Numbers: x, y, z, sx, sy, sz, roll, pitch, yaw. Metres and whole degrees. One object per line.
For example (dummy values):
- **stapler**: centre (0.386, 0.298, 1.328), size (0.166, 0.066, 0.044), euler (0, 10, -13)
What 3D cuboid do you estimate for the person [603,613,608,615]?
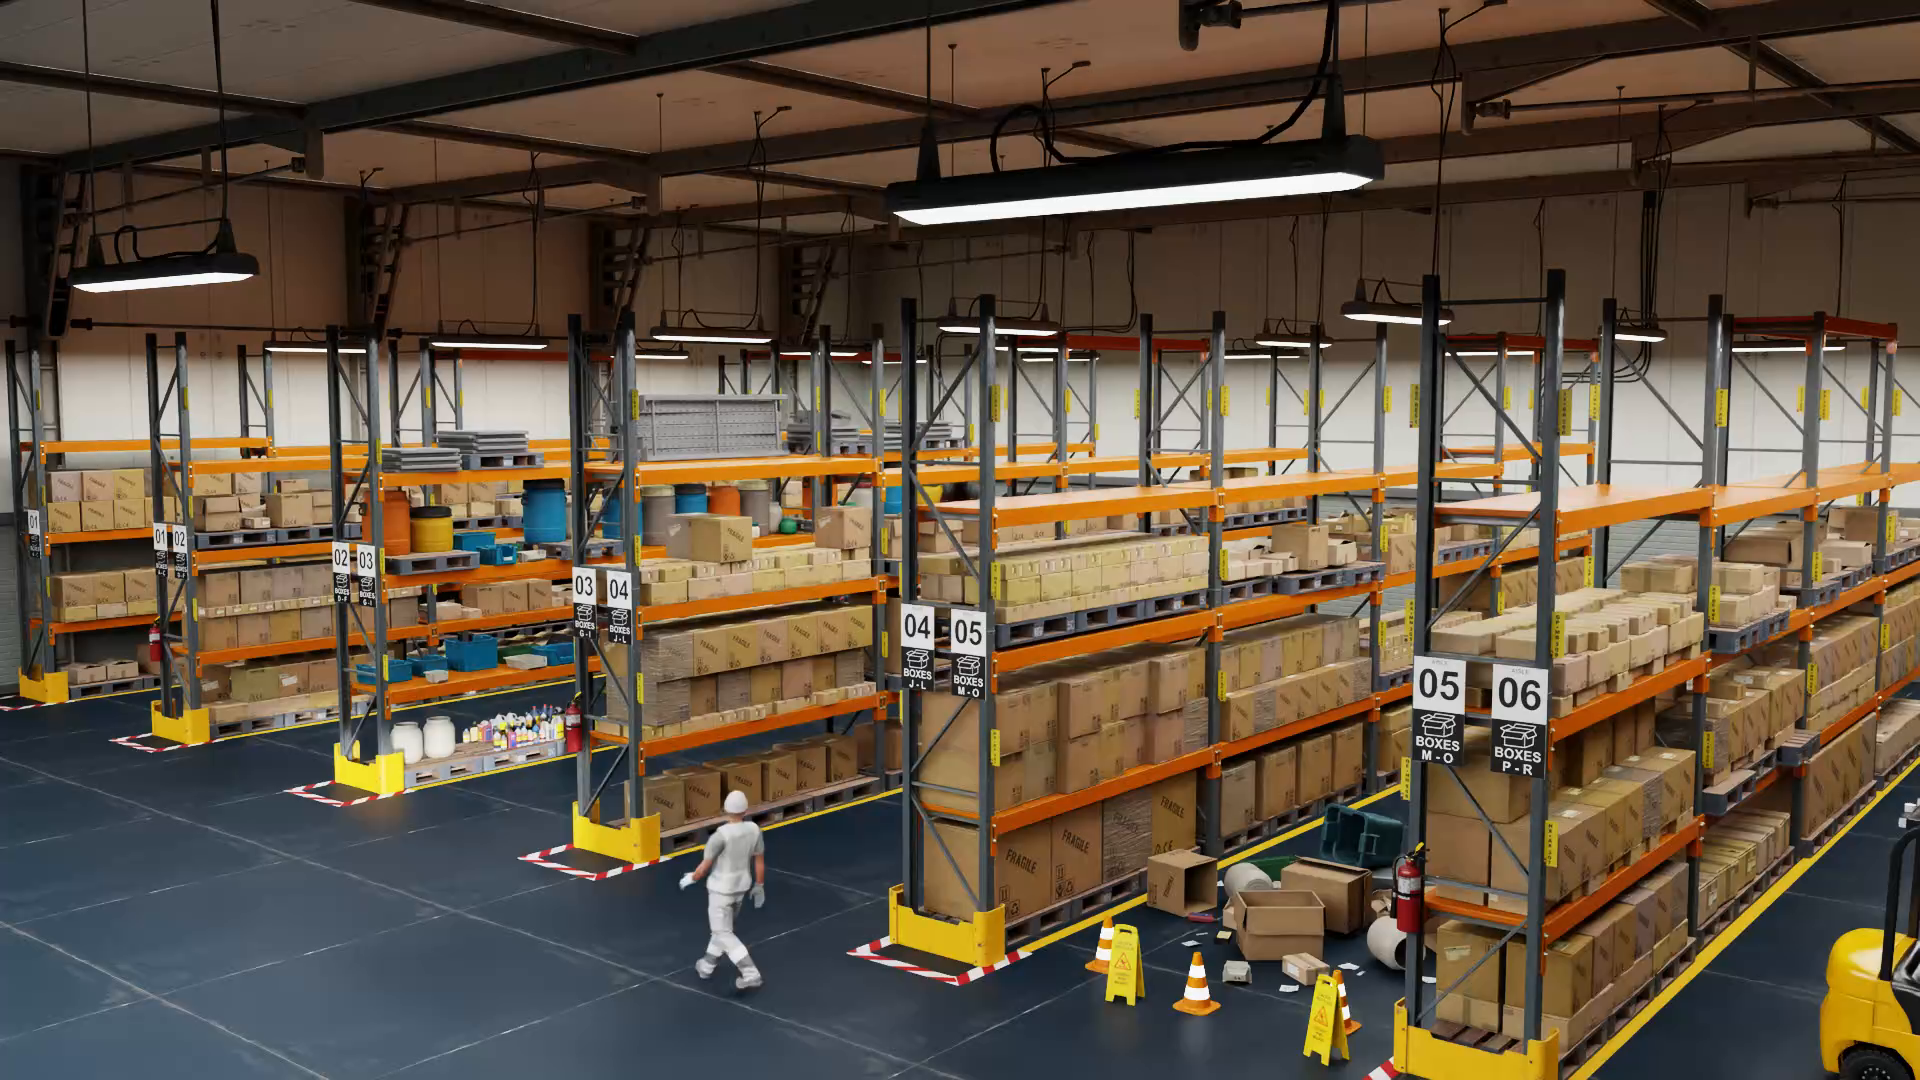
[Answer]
- **person**: centre (-5.786, 1.763, 28.277), size (0.585, 1.790, 0.530), euler (0, 5, 2)

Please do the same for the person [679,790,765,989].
- **person**: centre (-2.054, 3.001, 14.395), size (0.939, 1.737, 0.568), euler (4, 6, 37)
